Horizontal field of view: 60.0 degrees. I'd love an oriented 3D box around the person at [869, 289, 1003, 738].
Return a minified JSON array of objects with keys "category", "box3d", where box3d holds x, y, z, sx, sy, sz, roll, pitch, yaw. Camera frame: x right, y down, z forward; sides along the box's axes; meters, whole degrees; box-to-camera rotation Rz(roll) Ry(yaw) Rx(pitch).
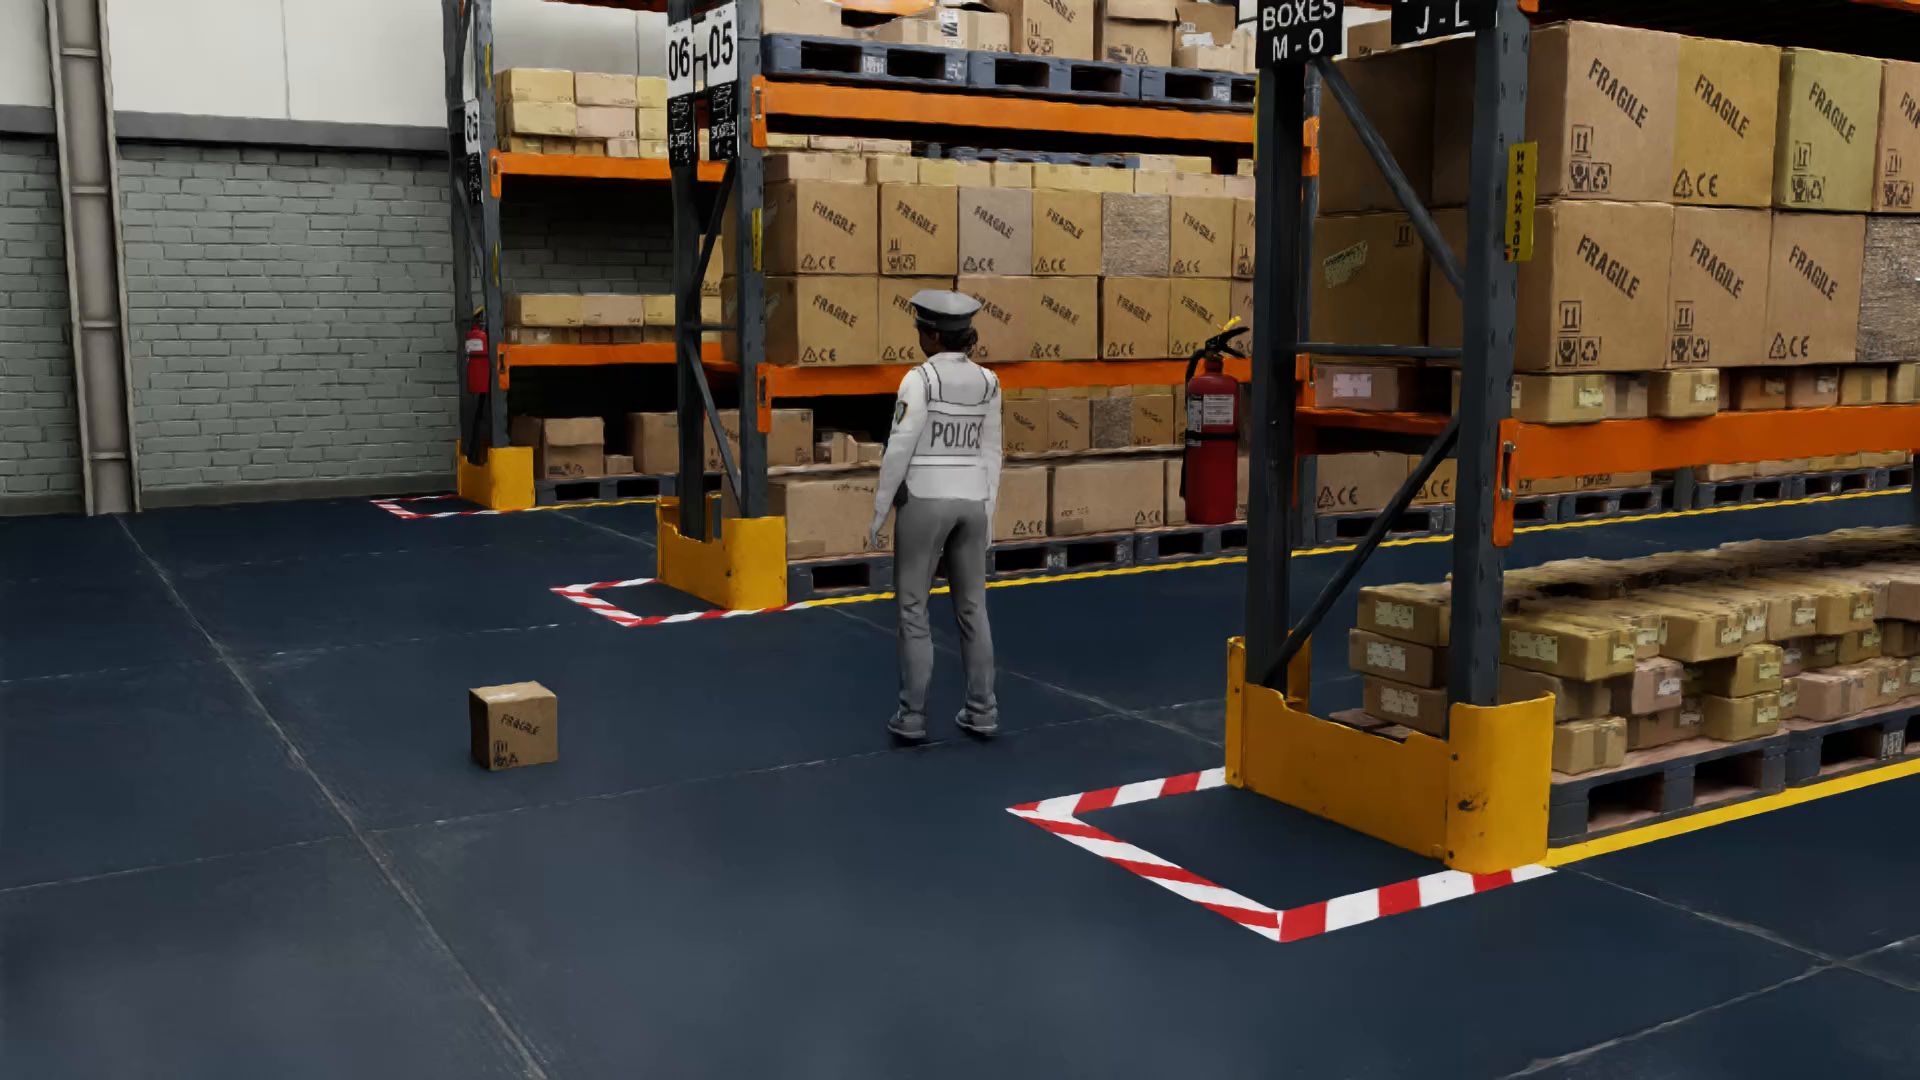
[{"category":"person","box3d":[-0.076,-0.091,6.244,0.525,1.688,0.354,-6,10,-35]}]
